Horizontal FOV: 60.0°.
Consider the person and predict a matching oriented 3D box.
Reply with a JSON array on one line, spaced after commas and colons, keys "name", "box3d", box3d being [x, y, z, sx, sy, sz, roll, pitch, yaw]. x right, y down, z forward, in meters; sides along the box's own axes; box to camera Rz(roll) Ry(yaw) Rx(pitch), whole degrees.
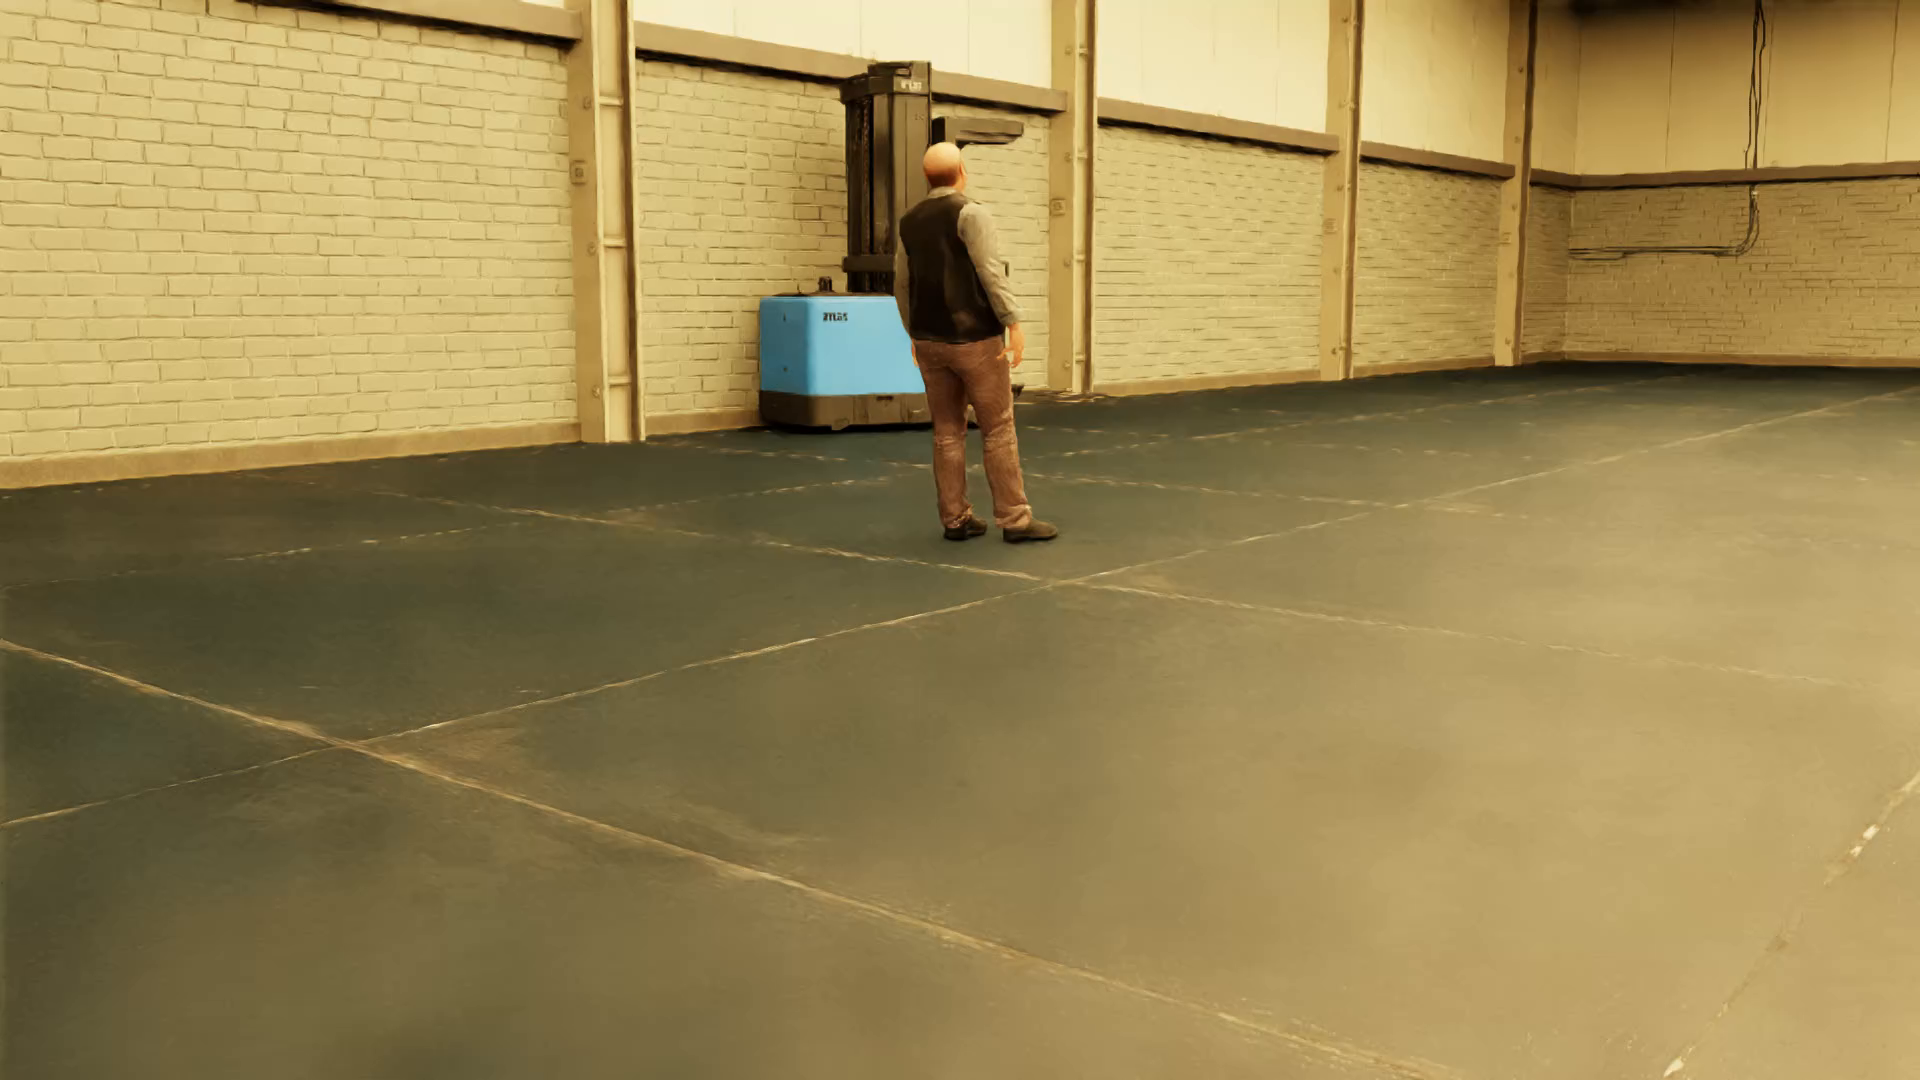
[{"name": "person", "box3d": [0.046, -0.865, 7.322, 0.632, 1.720, 0.567, 7, 11, 38]}]

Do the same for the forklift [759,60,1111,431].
[{"name": "forklift", "box3d": [-0.135, -2.443, 13.977, 3.031, 2.935, 1.130, -5, 10, -31]}]
